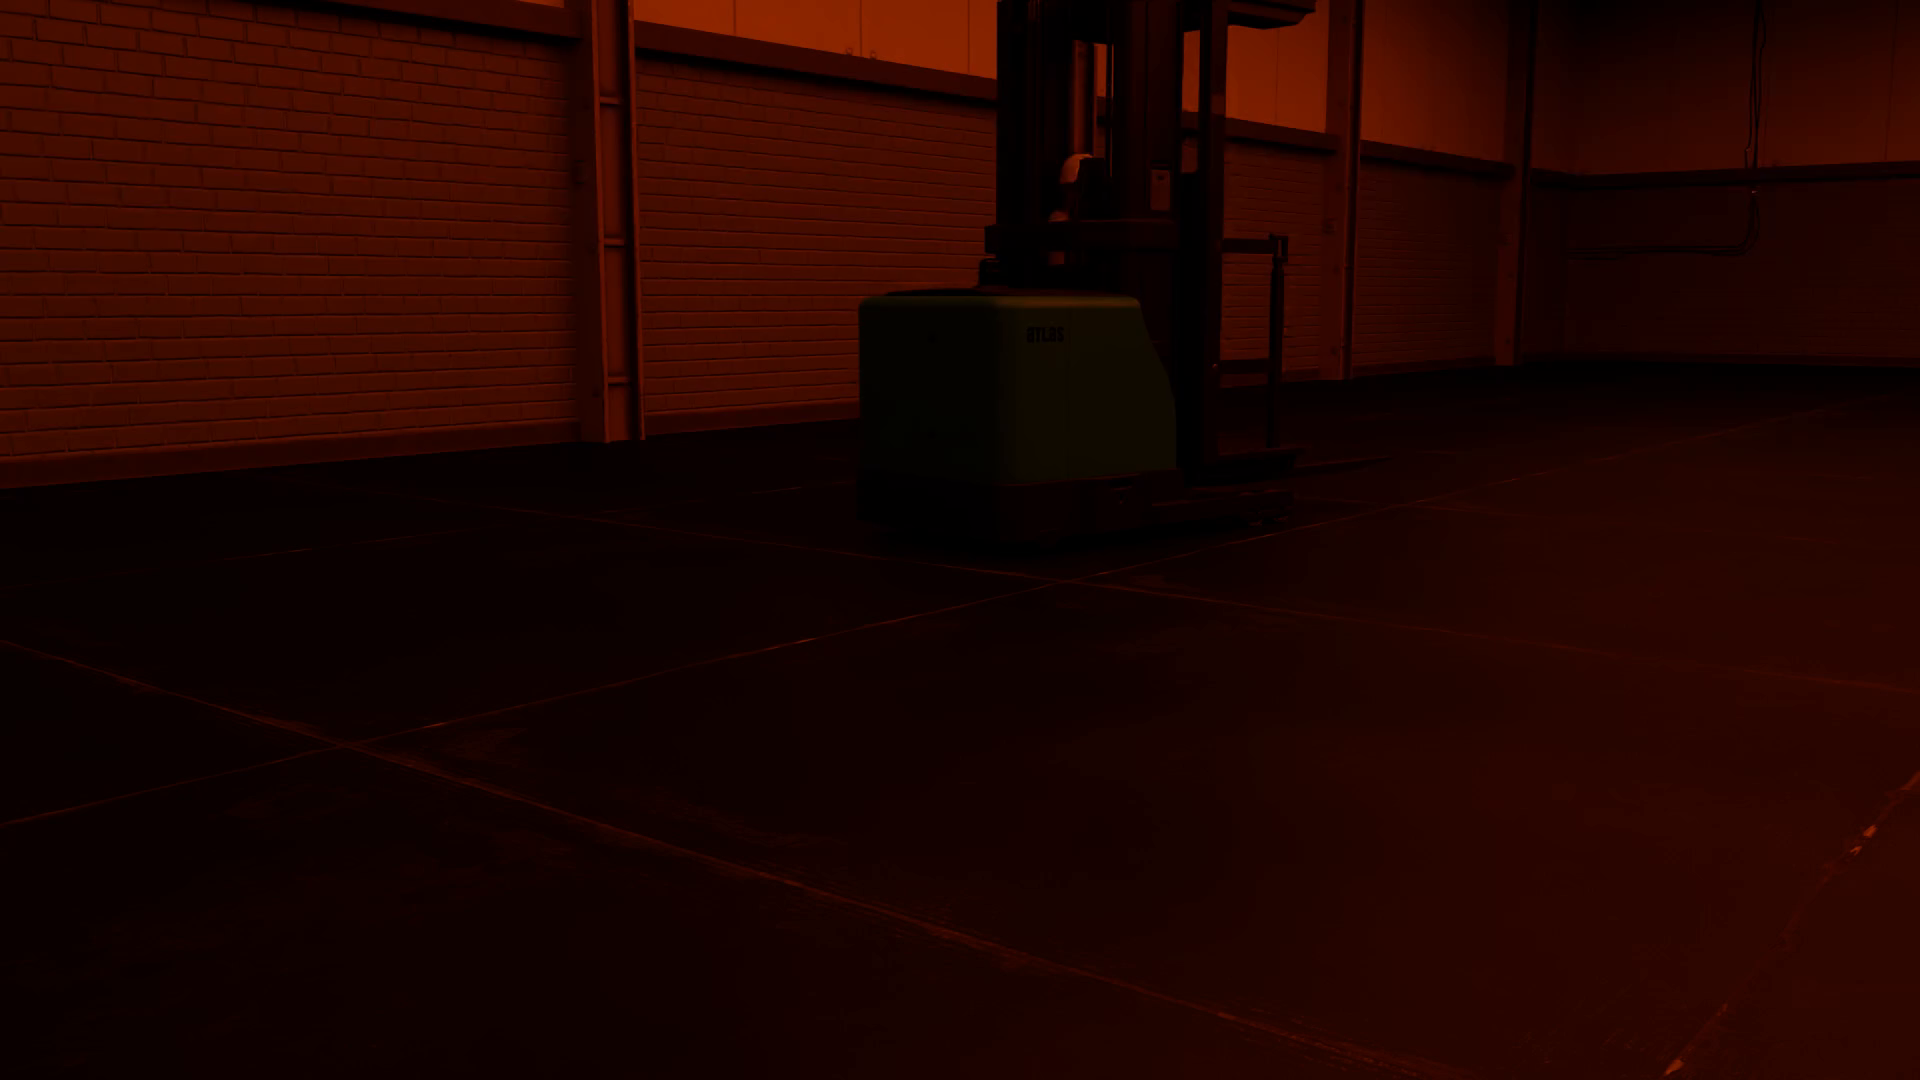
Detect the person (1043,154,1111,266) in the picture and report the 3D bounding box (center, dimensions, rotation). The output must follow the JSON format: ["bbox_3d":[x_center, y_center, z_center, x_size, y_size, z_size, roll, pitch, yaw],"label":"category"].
[{"bbox_3d":[0.737,-1.079,7.991,0.721,1.514,0.819,-1,8,-5],"label":"person"}]

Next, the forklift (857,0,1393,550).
[{"bbox_3d":[0.968,-1.563,7.965,3.031,2.935,1.130,-7,11,-41],"label":"forklift"}]
